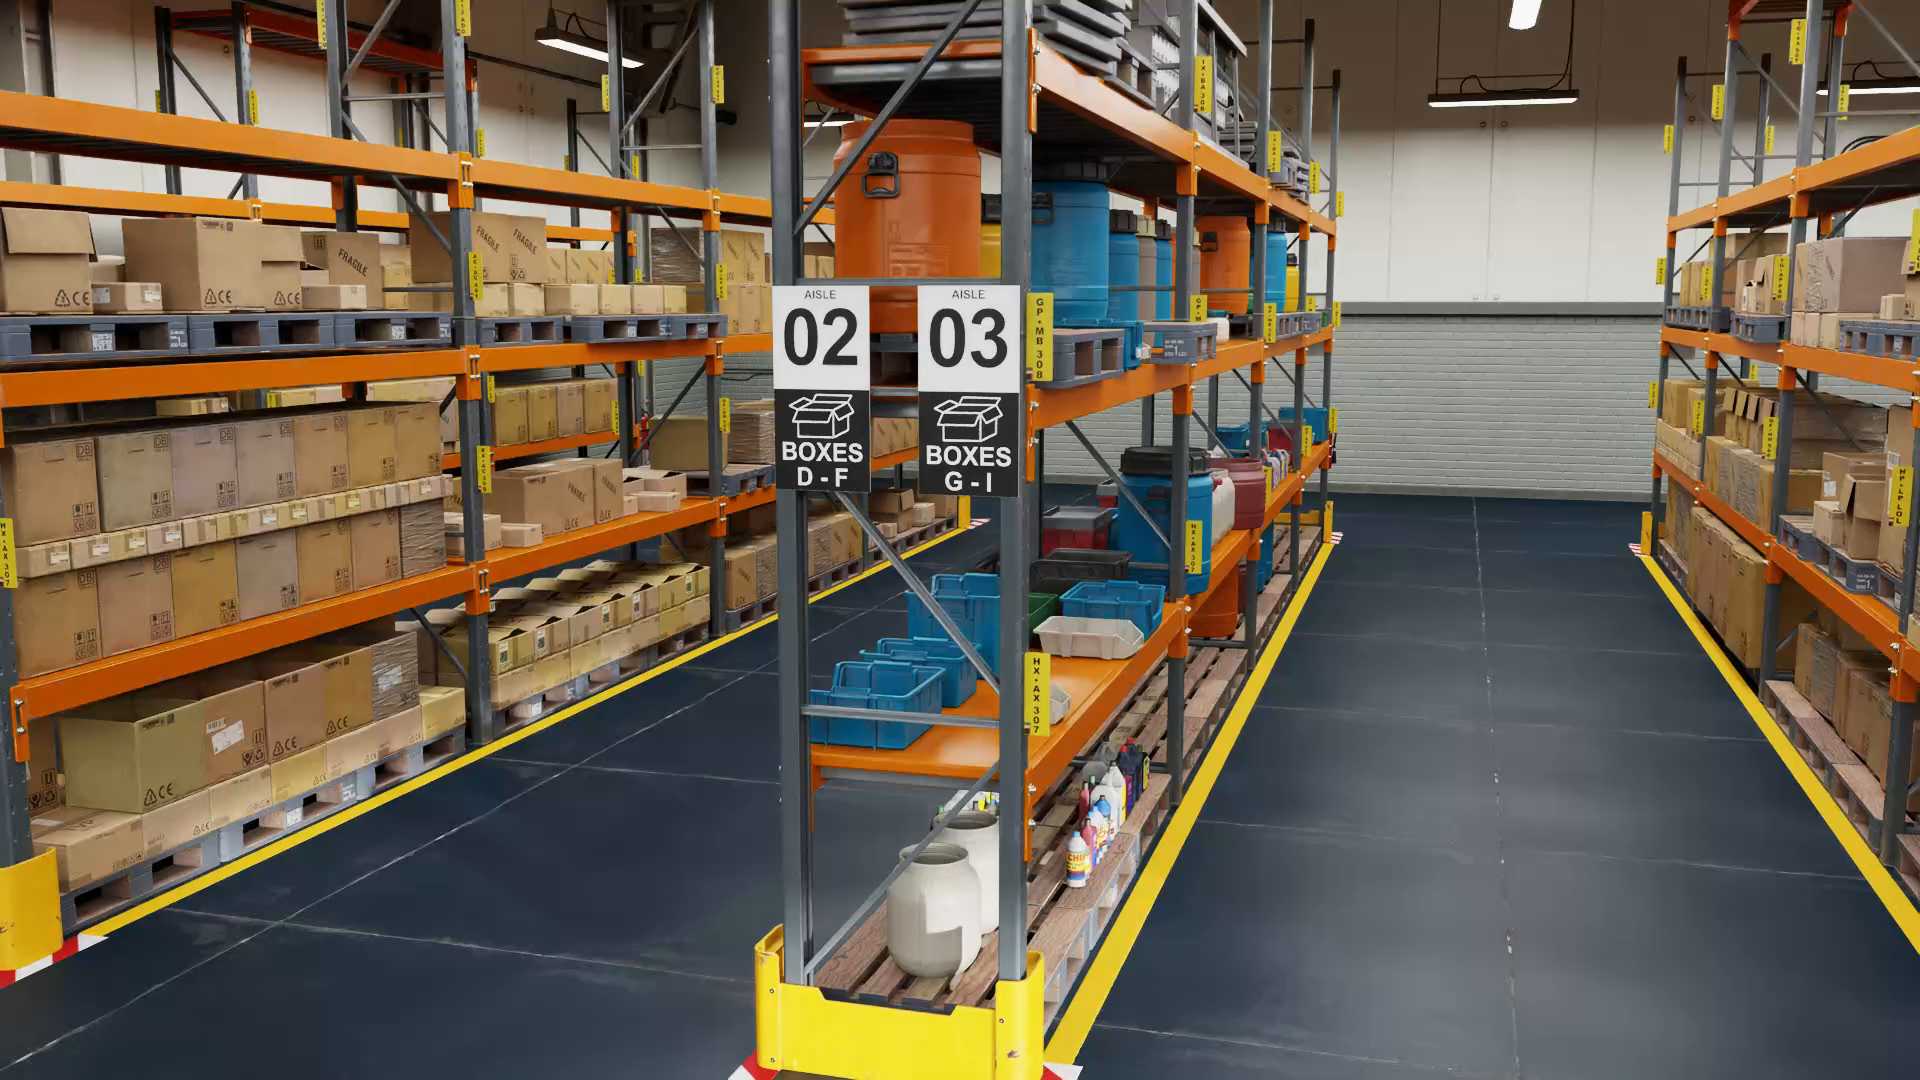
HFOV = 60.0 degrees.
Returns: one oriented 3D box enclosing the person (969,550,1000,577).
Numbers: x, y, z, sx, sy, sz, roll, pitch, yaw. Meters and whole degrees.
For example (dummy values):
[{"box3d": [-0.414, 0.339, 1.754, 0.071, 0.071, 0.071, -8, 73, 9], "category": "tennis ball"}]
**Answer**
[{"box3d": [0.423, 0.460, 15.369, 0.843, 0.984, 0.515, 2, 9, 15], "category": "person"}]
